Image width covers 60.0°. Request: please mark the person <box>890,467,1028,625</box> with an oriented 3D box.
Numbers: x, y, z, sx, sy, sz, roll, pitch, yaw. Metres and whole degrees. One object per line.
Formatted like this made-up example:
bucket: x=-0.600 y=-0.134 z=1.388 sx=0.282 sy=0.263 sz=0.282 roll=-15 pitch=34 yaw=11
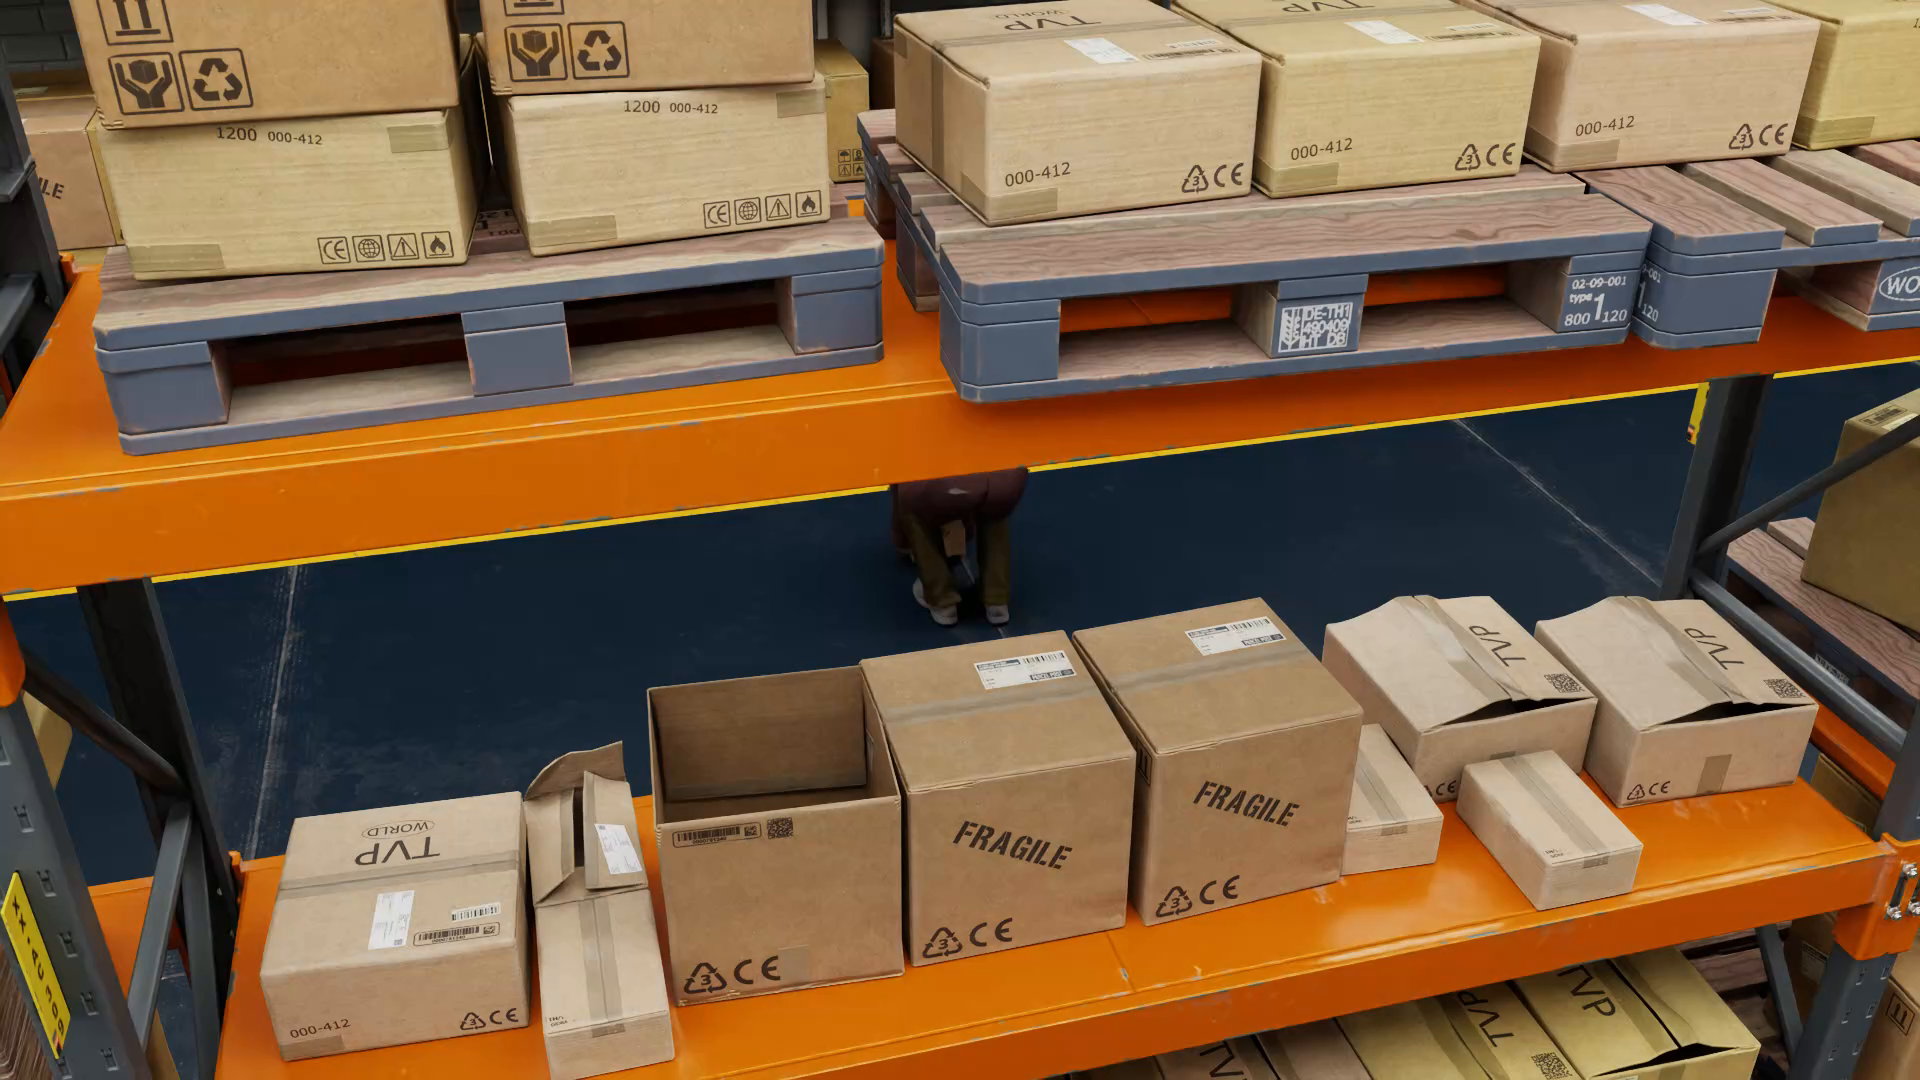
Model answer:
person: x=-0.031 y=-0.202 z=7.277 sx=0.583 sy=0.996 sz=0.942 roll=-9 pitch=31 yaw=-16
